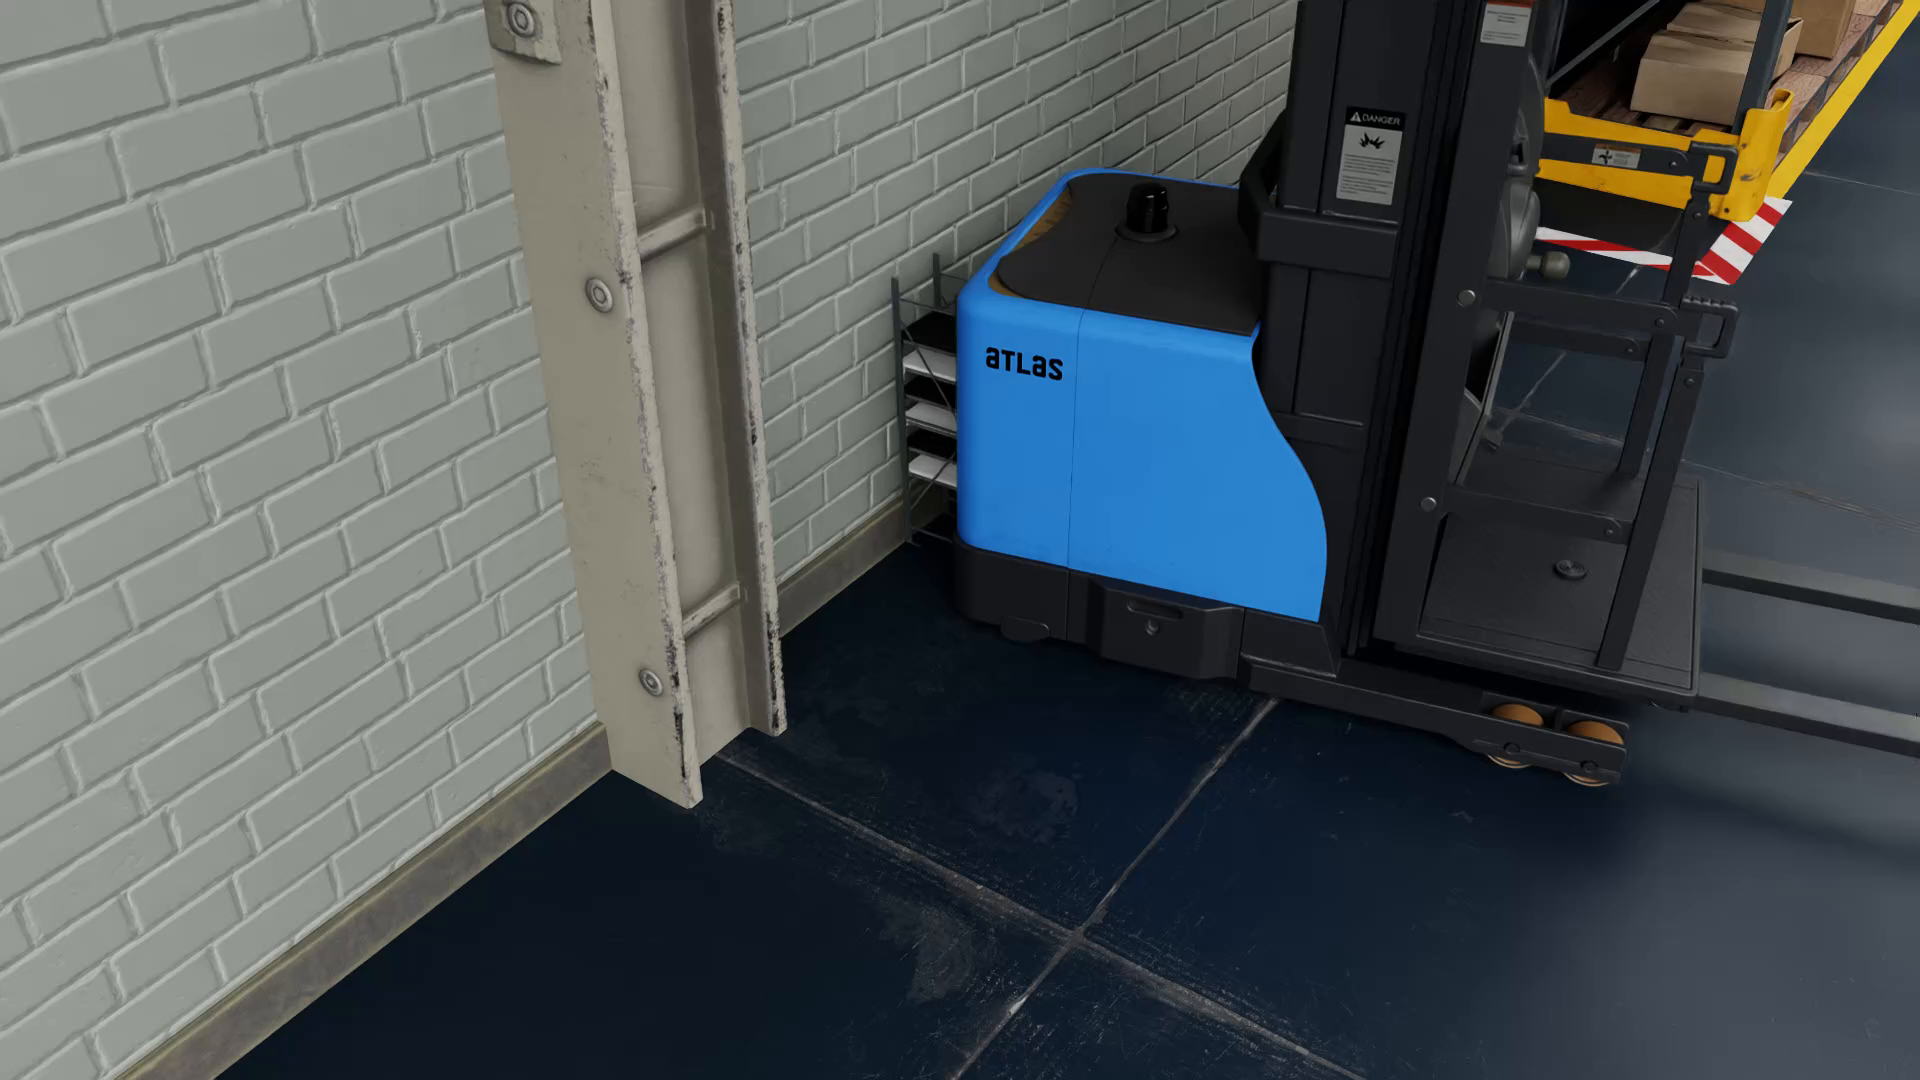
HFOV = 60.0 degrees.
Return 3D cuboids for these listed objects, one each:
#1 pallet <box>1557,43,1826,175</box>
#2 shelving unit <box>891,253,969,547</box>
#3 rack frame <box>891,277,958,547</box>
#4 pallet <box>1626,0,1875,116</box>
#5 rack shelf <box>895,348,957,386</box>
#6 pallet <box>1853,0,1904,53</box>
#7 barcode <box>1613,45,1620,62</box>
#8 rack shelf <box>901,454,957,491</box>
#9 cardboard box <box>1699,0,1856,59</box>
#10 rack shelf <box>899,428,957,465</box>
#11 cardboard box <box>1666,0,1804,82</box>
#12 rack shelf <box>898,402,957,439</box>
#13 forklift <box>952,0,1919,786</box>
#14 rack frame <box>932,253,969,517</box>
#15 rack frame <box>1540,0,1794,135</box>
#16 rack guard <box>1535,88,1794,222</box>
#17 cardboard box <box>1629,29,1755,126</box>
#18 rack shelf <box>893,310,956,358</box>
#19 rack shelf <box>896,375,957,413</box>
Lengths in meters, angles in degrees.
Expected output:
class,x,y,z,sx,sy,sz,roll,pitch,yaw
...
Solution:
class,x,y,z,sx,sy,sz,roll,pitch,yaw
pallet,3.566,-2.102,8.169,1.003,0.211,1.213,21,39,28
shelving unit,-0.025,-0.385,5.002,0.258,0.900,0.210,19,39,29
rack frame,-0.083,-0.337,4.933,0.240,0.900,0.006,19,39,29
pallet,4.262,-2.661,8.996,1.003,0.211,1.213,21,39,28
rack shelf,-0.029,-0.507,4.922,0.258,0.077,0.200,19,39,29
pallet,4.957,-3.224,9.830,1.003,0.211,1.213,21,39,28
barcode,3.180,-2.357,8.057,0.001,0.075,0.075,21,39,28
rack shelf,-0.019,-0.206,5.119,0.258,0.077,0.200,19,39,29
cardboard box,4.283,-2.880,8.669,0.700,0.500,0.500,19,38,25
rack shelf,-0.021,-0.281,5.070,0.258,0.077,0.200,19,39,29
cardboard box,3.824,-2.480,8.247,0.500,0.311,0.500,25,41,32
rack shelf,-0.024,-0.357,5.020,0.258,0.077,0.200,19,39,29
forklift,1.548,-0.915,3.987,3.031,2.935,1.130,12,36,17
rack frame,0.033,-0.432,5.072,0.240,0.900,0.006,19,39,29
rack frame,3.030,-2.859,6.800,1.000,3.000,0.127,21,39,28
rack guard,3.074,-1.859,7.552,1.175,0.500,0.348,21,39,28
cardboard box,3.499,-2.217,7.859,0.500,0.311,0.500,17,37,23
rack shelf,-0.032,-0.583,4.873,0.258,0.077,0.200,19,39,29
rack shelf,-0.027,-0.432,4.971,0.258,0.077,0.200,19,39,29
